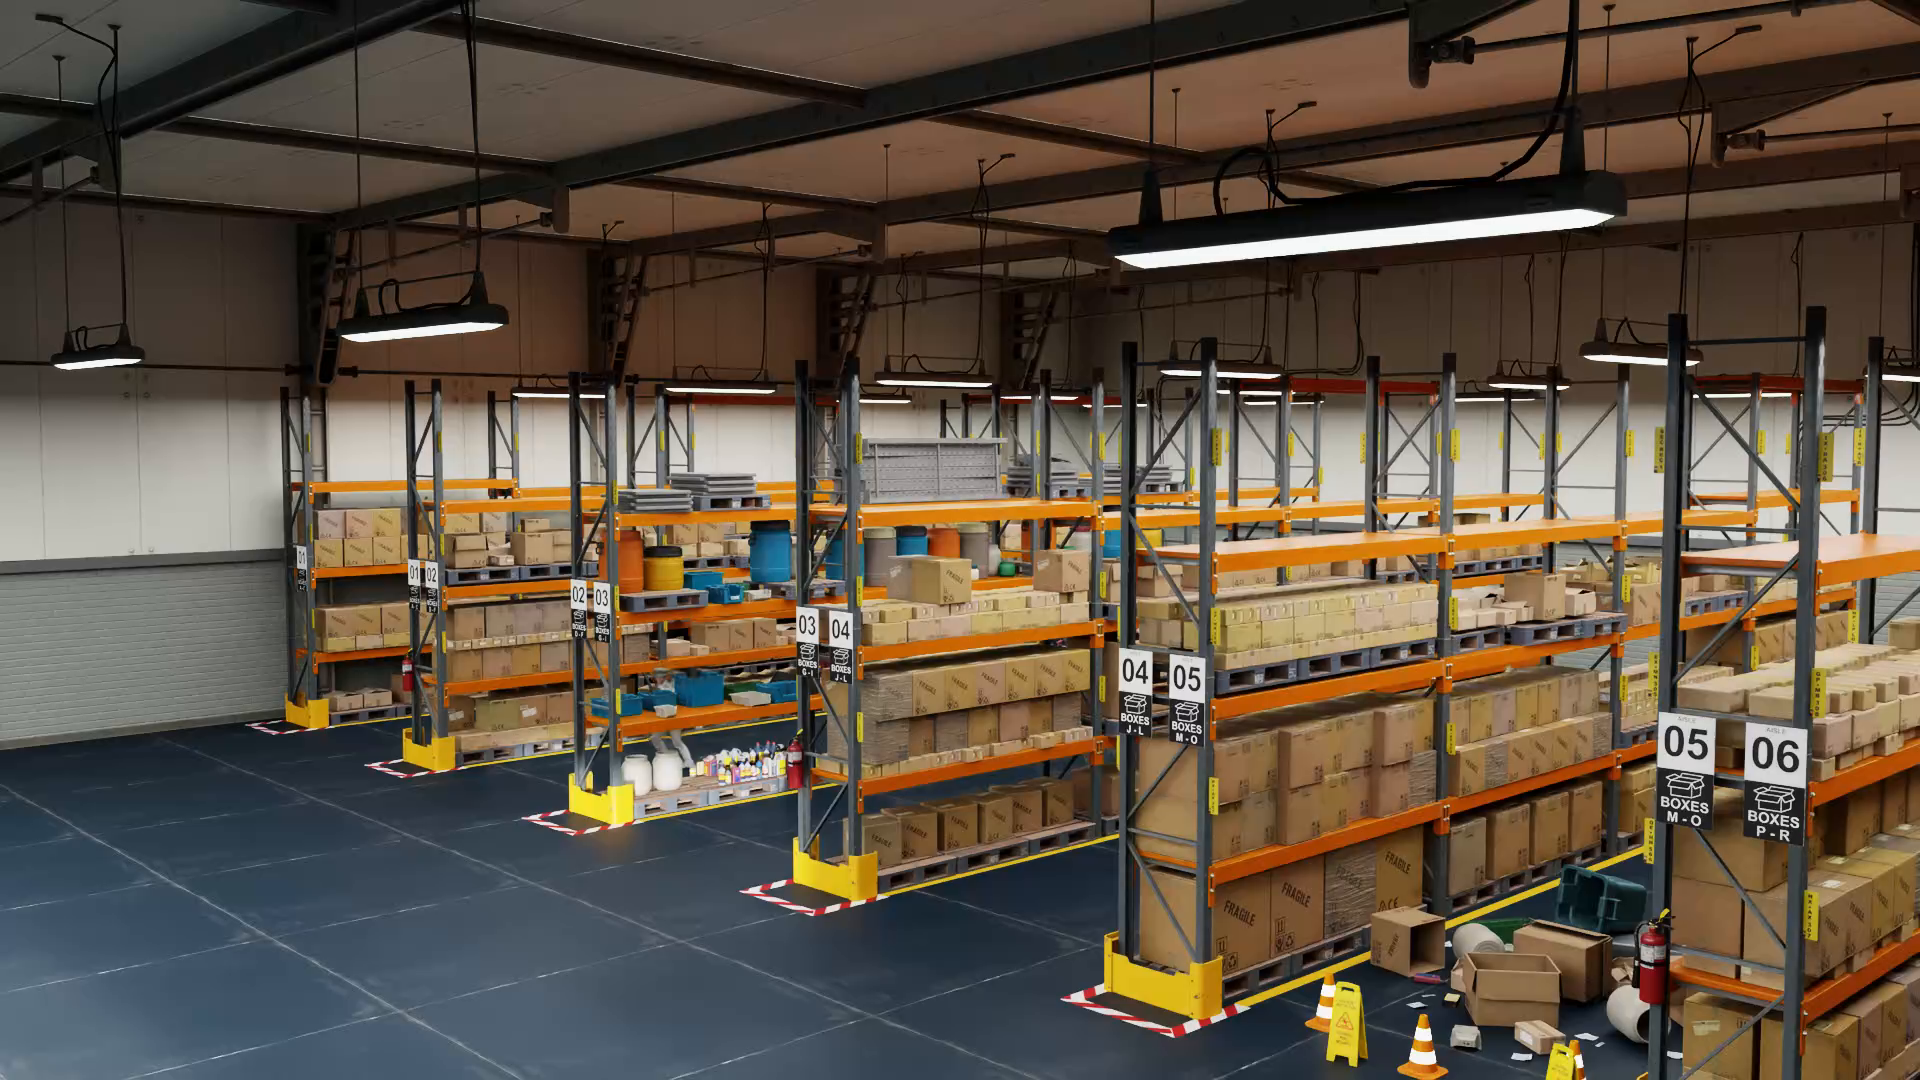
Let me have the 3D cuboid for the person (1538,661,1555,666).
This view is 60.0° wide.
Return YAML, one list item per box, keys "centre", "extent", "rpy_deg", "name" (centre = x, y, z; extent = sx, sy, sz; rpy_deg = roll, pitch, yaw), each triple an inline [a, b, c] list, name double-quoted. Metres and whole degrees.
- centre: [10.673, 2.284, 30.695]
  extent: [0.699, 1.784, 0.992]
  rpy_deg: [-1, 4, -14]
  name: "person"

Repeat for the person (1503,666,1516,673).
- centre: [8.358, 2.716, 25.301]
  extent: [0.884, 1.651, 0.618]
  rpy_deg: [-2, 4, -28]
  name: "person"

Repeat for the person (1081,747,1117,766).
- centre: [2.108, 2.842, 24.528]
  extent: [1.182, 1.540, 0.679]
  rpy_deg: [-2, 4, -25]
  name: "person"

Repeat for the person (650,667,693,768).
- centre: [-4.416, 2.743, 25.471]
  extent: [0.706, 1.620, 0.593]
  rpy_deg: [-3, 4, -34]
  name: "person"
